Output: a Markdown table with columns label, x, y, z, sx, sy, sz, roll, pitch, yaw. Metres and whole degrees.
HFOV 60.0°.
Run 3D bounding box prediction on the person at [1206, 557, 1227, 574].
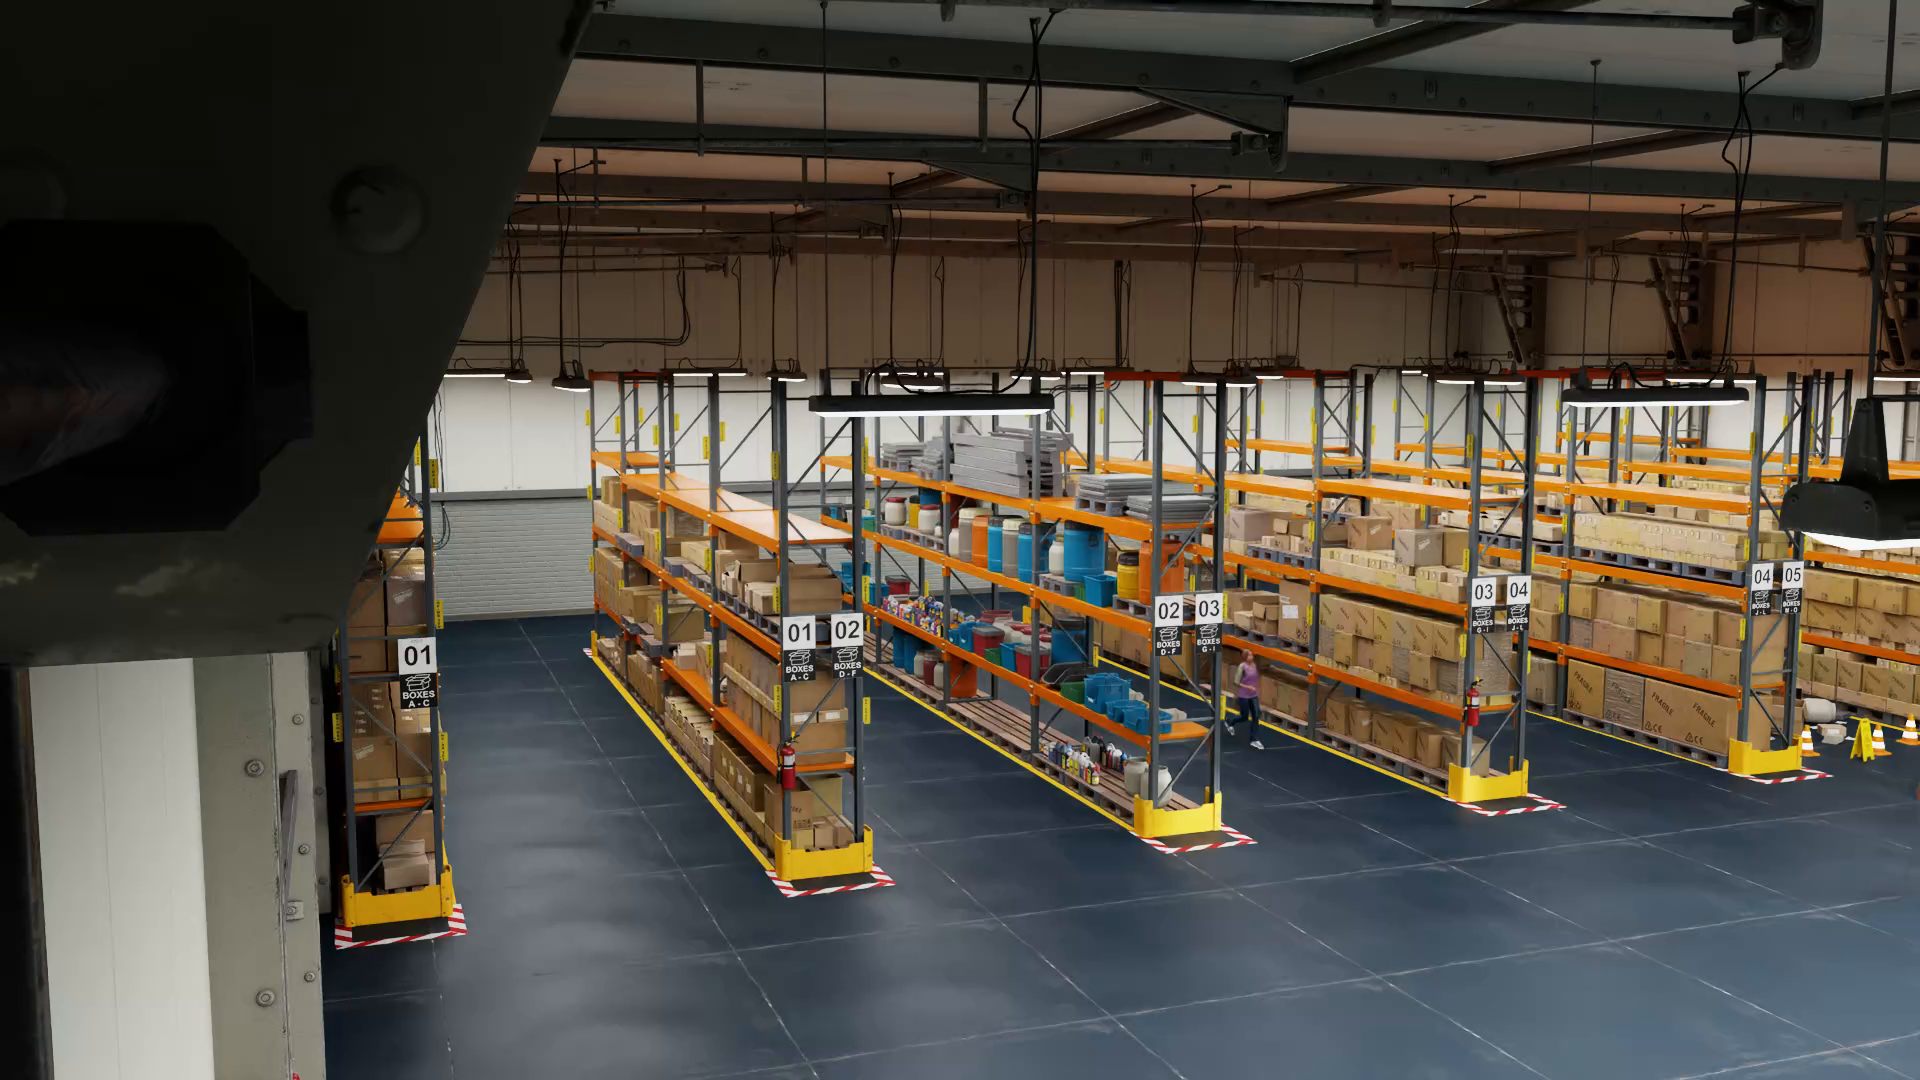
| label | x | y | z | sx | sy | sz | roll | pitch | yaw |
| --- | --- | --- | --- | --- | --- | --- | --- | --- | --- |
| person | 6.334 | 0.844 | 41.530 | 0.850 | 1.722 | 0.688 | 0 | 6 | 1 |

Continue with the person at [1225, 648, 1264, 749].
| label | x | y | z | sx | sy | sz | roll | pitch | yaw |
| --- | --- | --- | --- | --- | --- | --- | --- | --- | --- |
| person | 4.646 | 2.542 | 26.912 | 0.538 | 1.590 | 0.804 | -4 | 8 | -34 |
